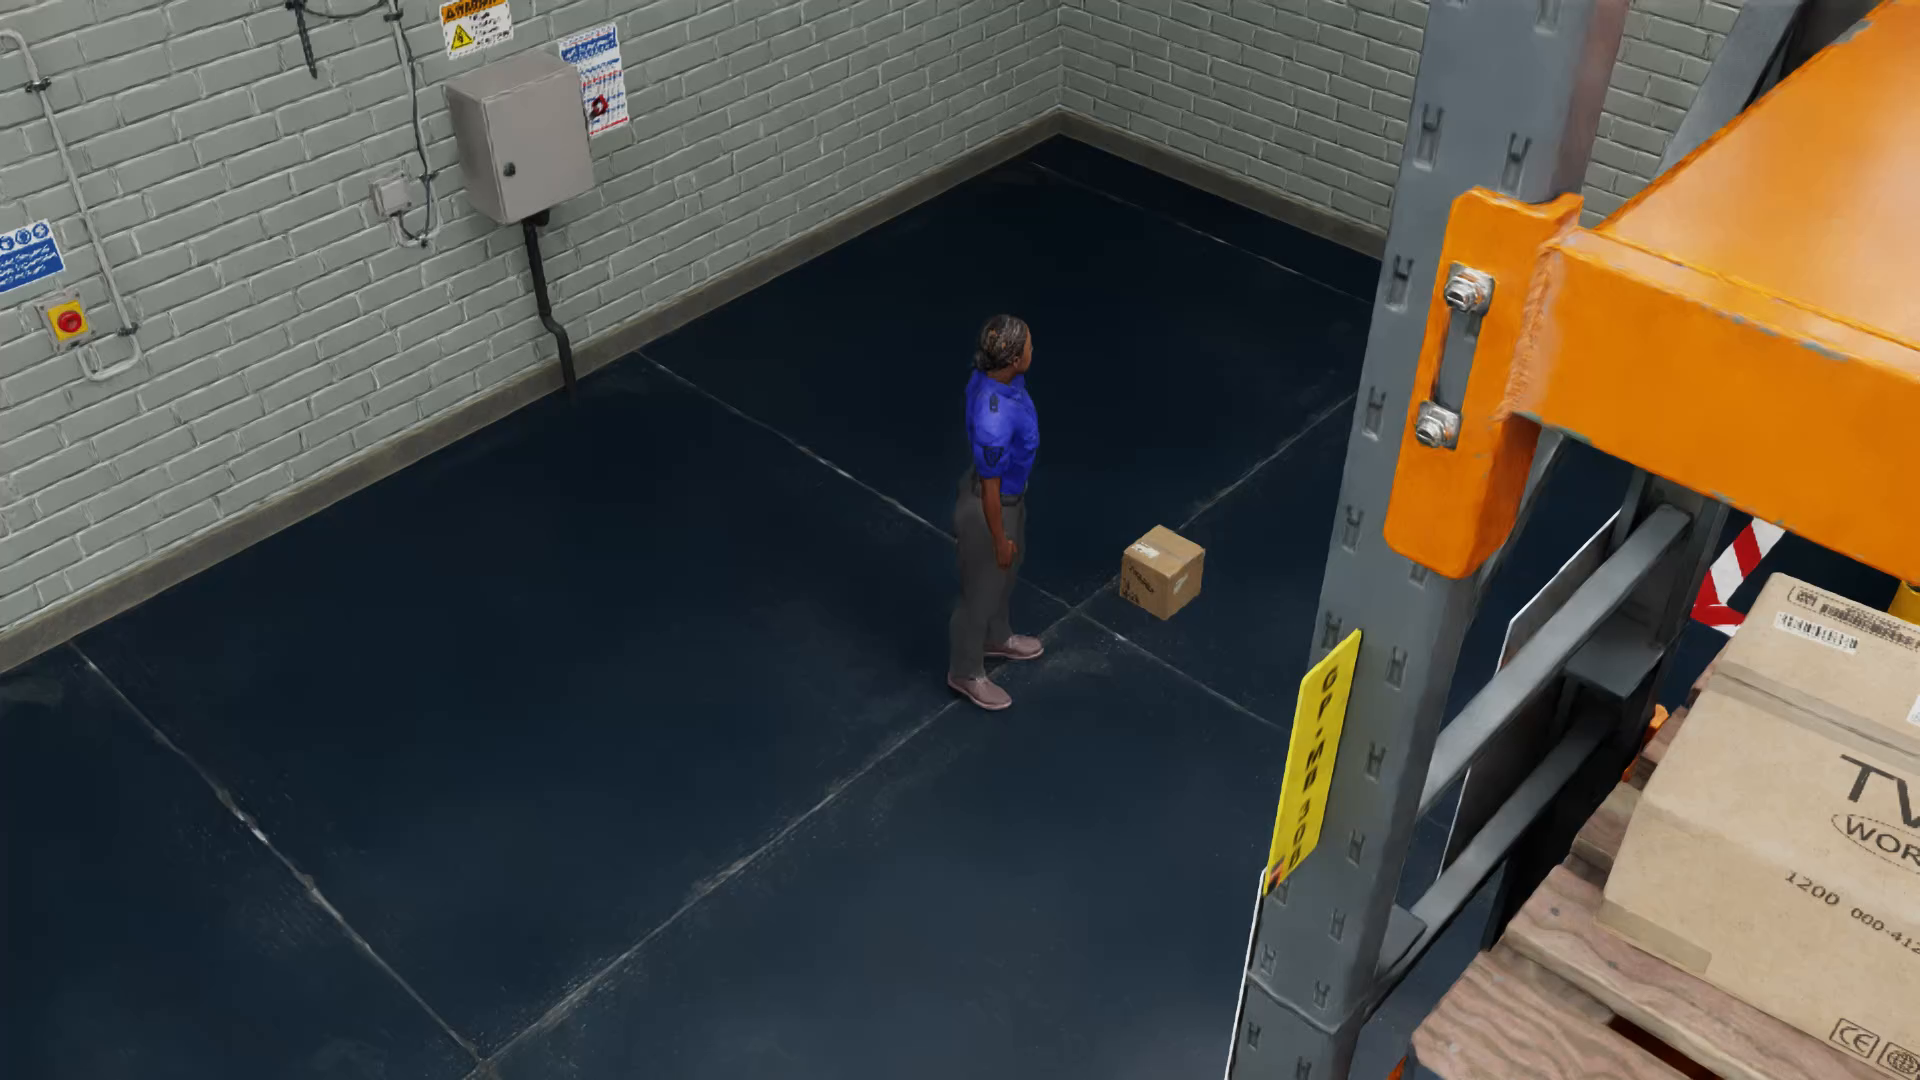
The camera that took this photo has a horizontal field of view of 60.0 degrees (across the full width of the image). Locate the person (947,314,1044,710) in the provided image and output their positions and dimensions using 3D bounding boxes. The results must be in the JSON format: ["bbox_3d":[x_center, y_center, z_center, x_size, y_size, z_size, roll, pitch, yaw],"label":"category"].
[{"bbox_3d":[0.147,-0.108,6.271,0.380,1.664,0.500,3,40,4],"label":"person"}]
